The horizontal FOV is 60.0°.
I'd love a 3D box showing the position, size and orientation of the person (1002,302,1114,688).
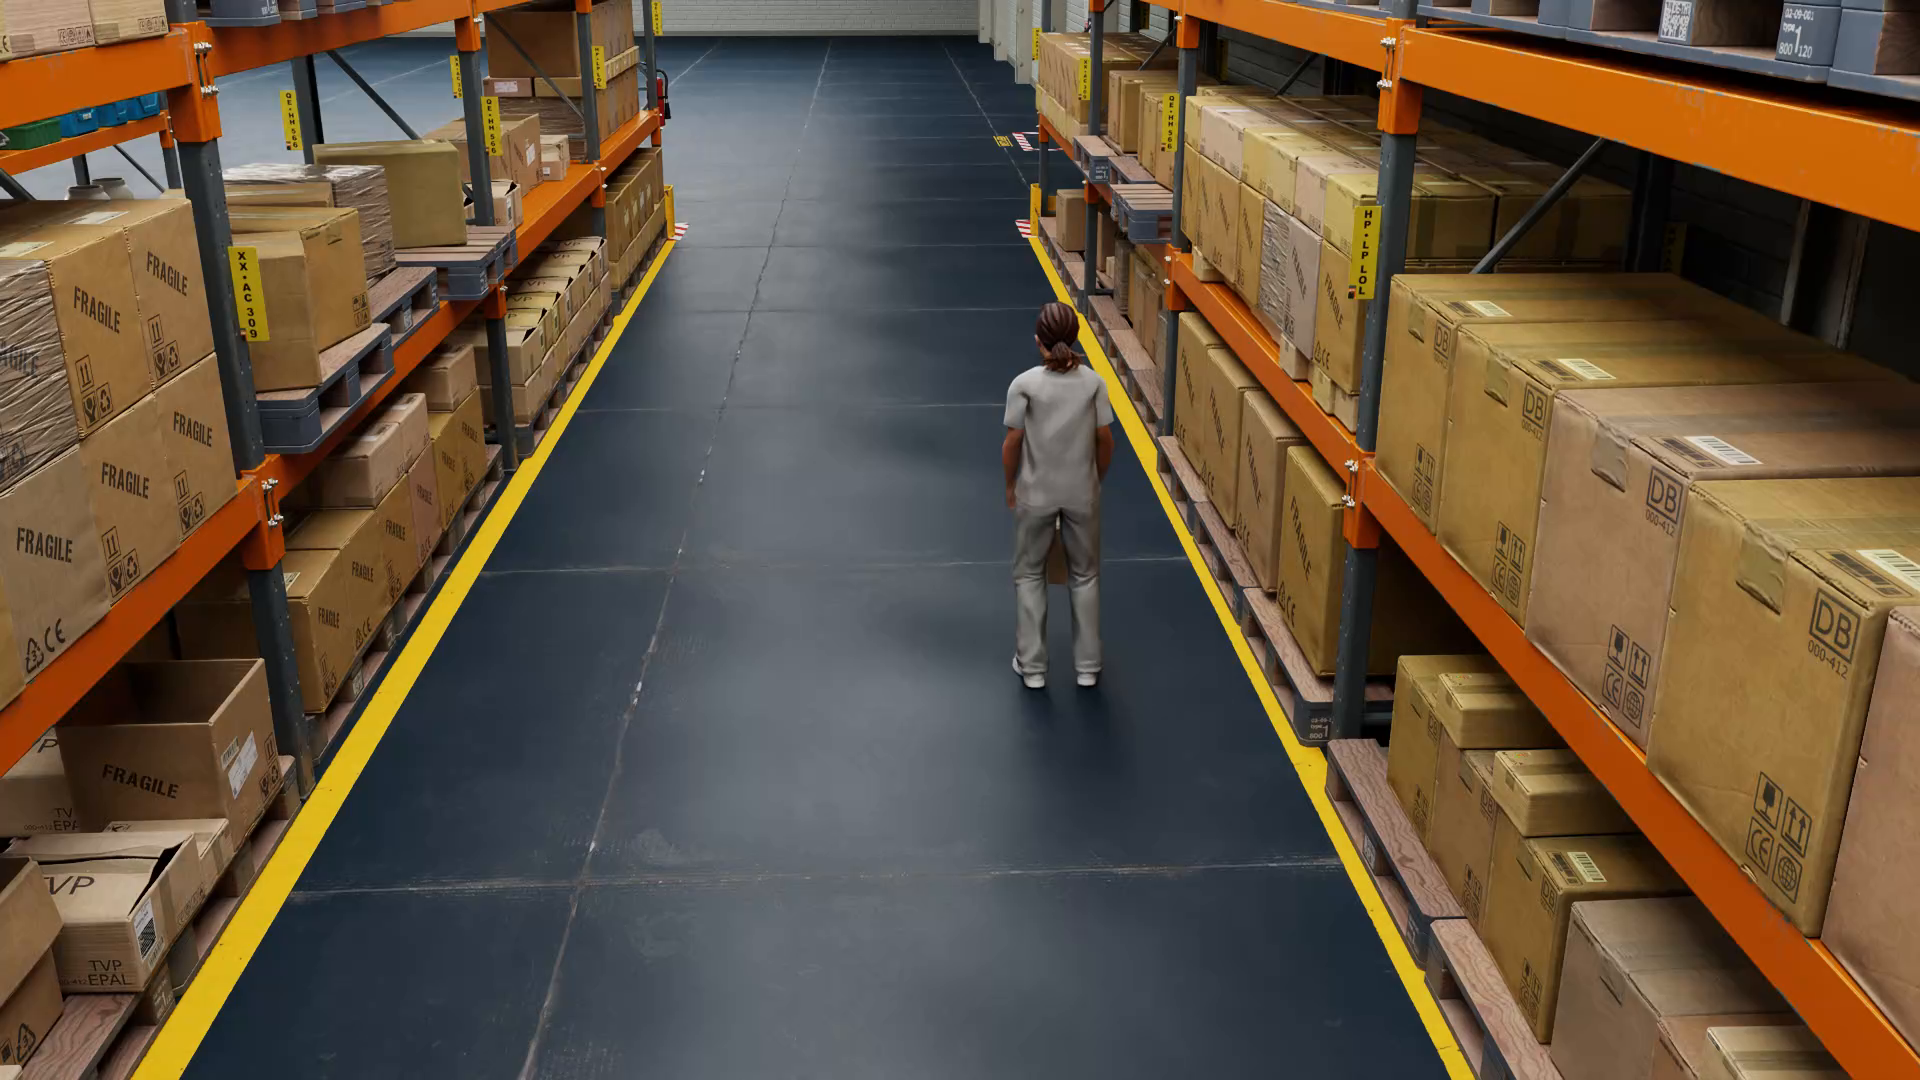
[{"bbox_3d":[0.409,-0.179,7.053,0.474,1.676,0.362,-2,21,-4],"label":"person"}]
